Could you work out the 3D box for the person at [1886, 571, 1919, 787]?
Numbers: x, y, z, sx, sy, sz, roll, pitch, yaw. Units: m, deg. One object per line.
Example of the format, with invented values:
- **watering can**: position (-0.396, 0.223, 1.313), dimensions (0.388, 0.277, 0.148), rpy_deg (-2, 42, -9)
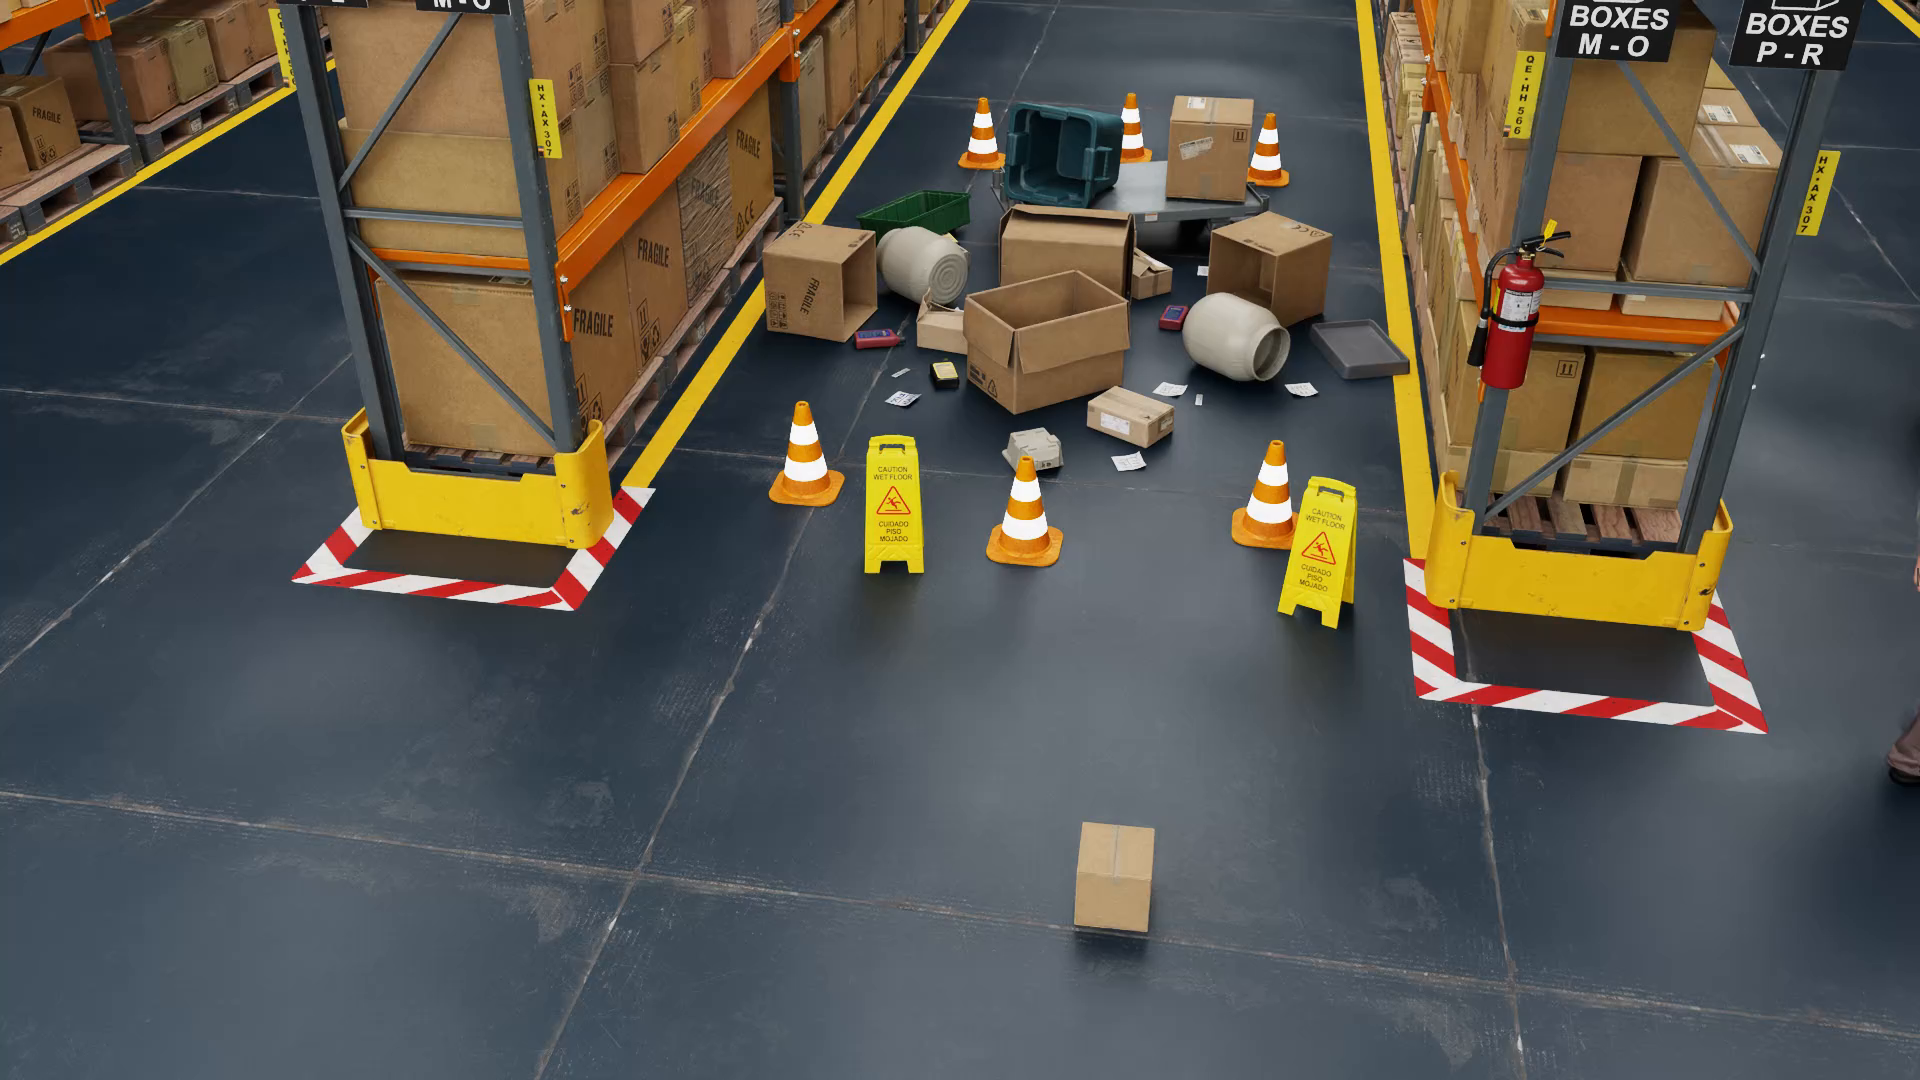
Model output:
- **person**: position (3.723, 0.161, 5.919), dimensions (0.518, 1.776, 0.573), rpy_deg (-7, 33, -10)
